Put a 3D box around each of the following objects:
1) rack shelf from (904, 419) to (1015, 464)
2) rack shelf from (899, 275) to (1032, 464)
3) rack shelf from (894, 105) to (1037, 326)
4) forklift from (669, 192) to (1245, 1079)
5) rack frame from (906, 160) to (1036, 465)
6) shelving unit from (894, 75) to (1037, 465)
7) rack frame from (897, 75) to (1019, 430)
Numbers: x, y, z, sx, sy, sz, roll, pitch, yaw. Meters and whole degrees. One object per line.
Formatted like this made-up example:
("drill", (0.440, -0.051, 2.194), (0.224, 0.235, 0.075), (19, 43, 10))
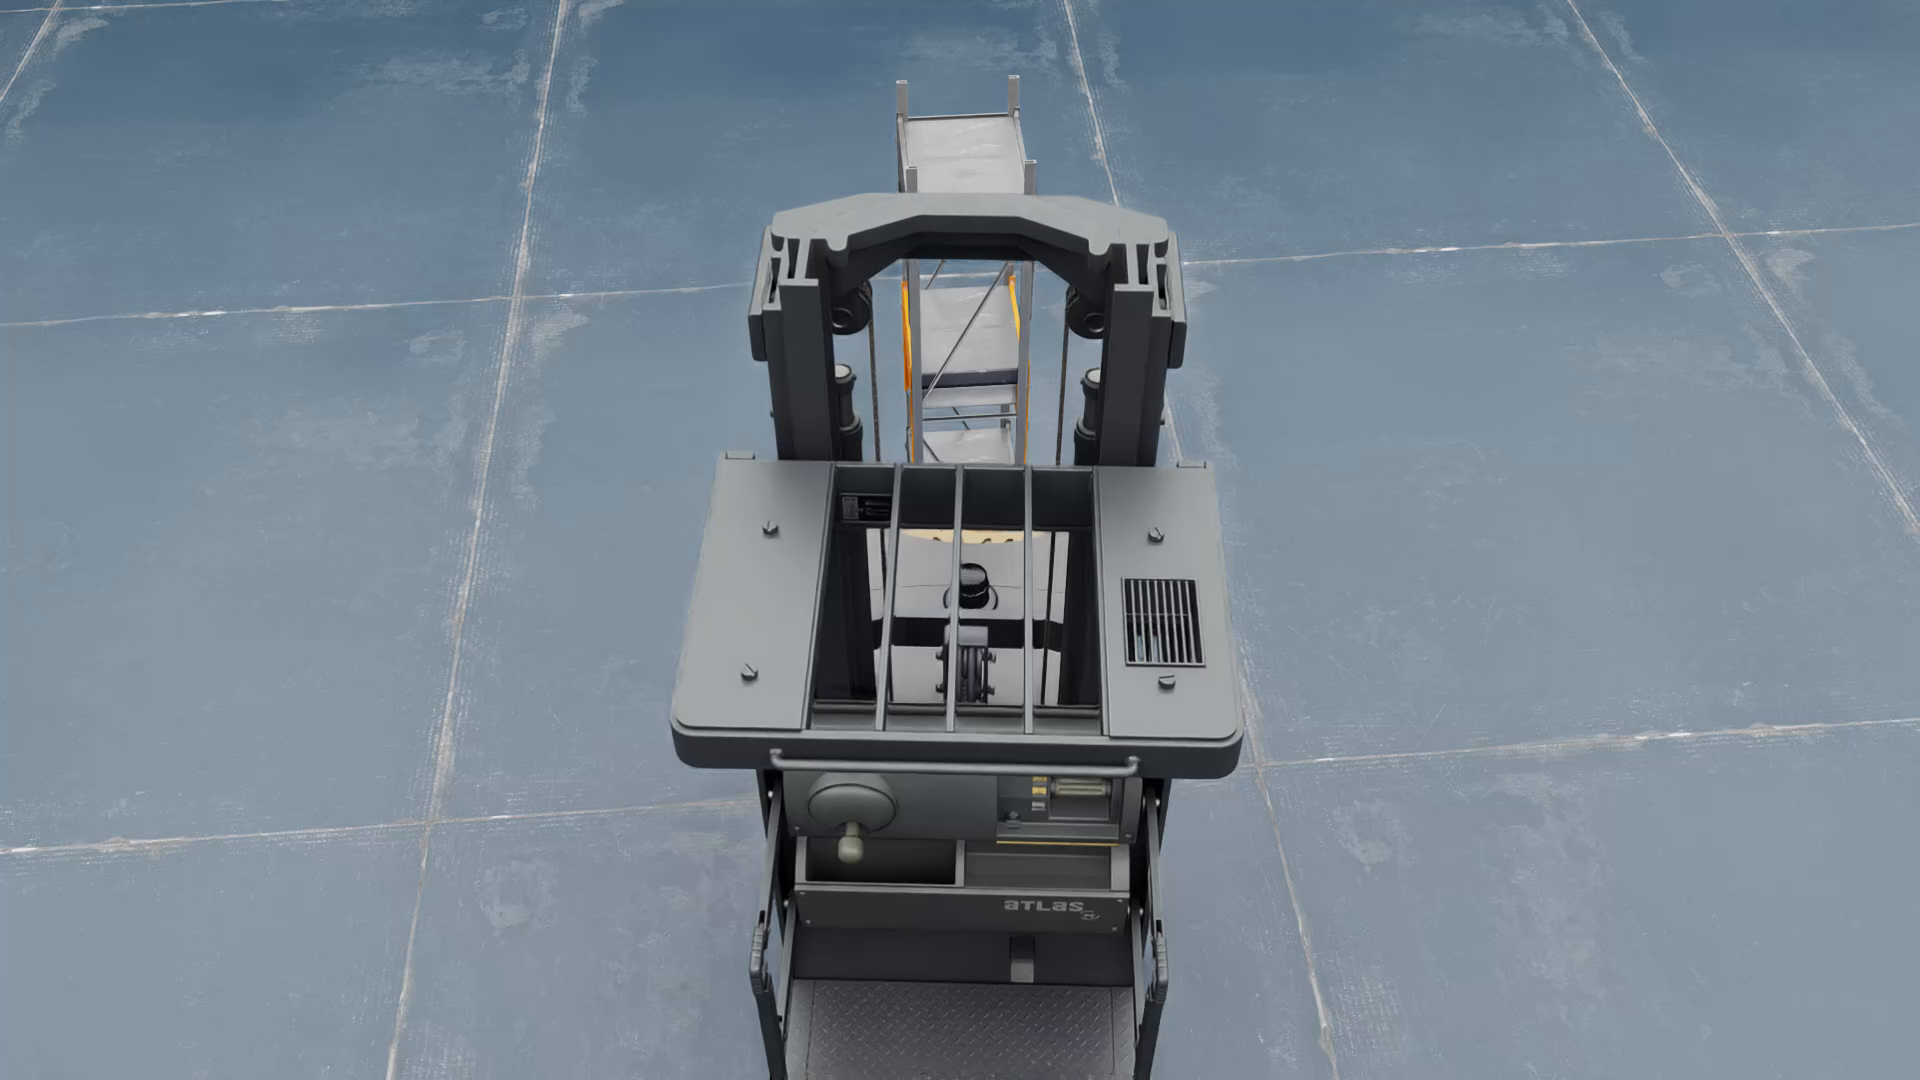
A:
("rack shelf", (0.014, -0.112, 6.529), (0.431, 0.518, 0.480), (-3, 47, -3))
("rack shelf", (0.014, -0.593, 6.021), (0.431, 0.518, 0.480), (-3, 47, -3))
("rack shelf", (0.014, -1.074, 5.512), (0.431, 0.518, 0.480), (-3, 47, -3))
("forklift", (0.003, 0.745, 4.162), (1.130, 2.935, 3.031), (1, 47, 1))
("rack frame", (0.034, -0.426, 5.844), (0.400, 2.100, 0.015), (-3, 47, -3))
("shelving unit", (0.014, -0.602, 6.011), (0.431, 2.100, 0.503), (-3, 47, -3))
("rack frame", (-0.007, -0.779, 6.178), (0.400, 2.100, 0.015), (-3, 47, -3))
